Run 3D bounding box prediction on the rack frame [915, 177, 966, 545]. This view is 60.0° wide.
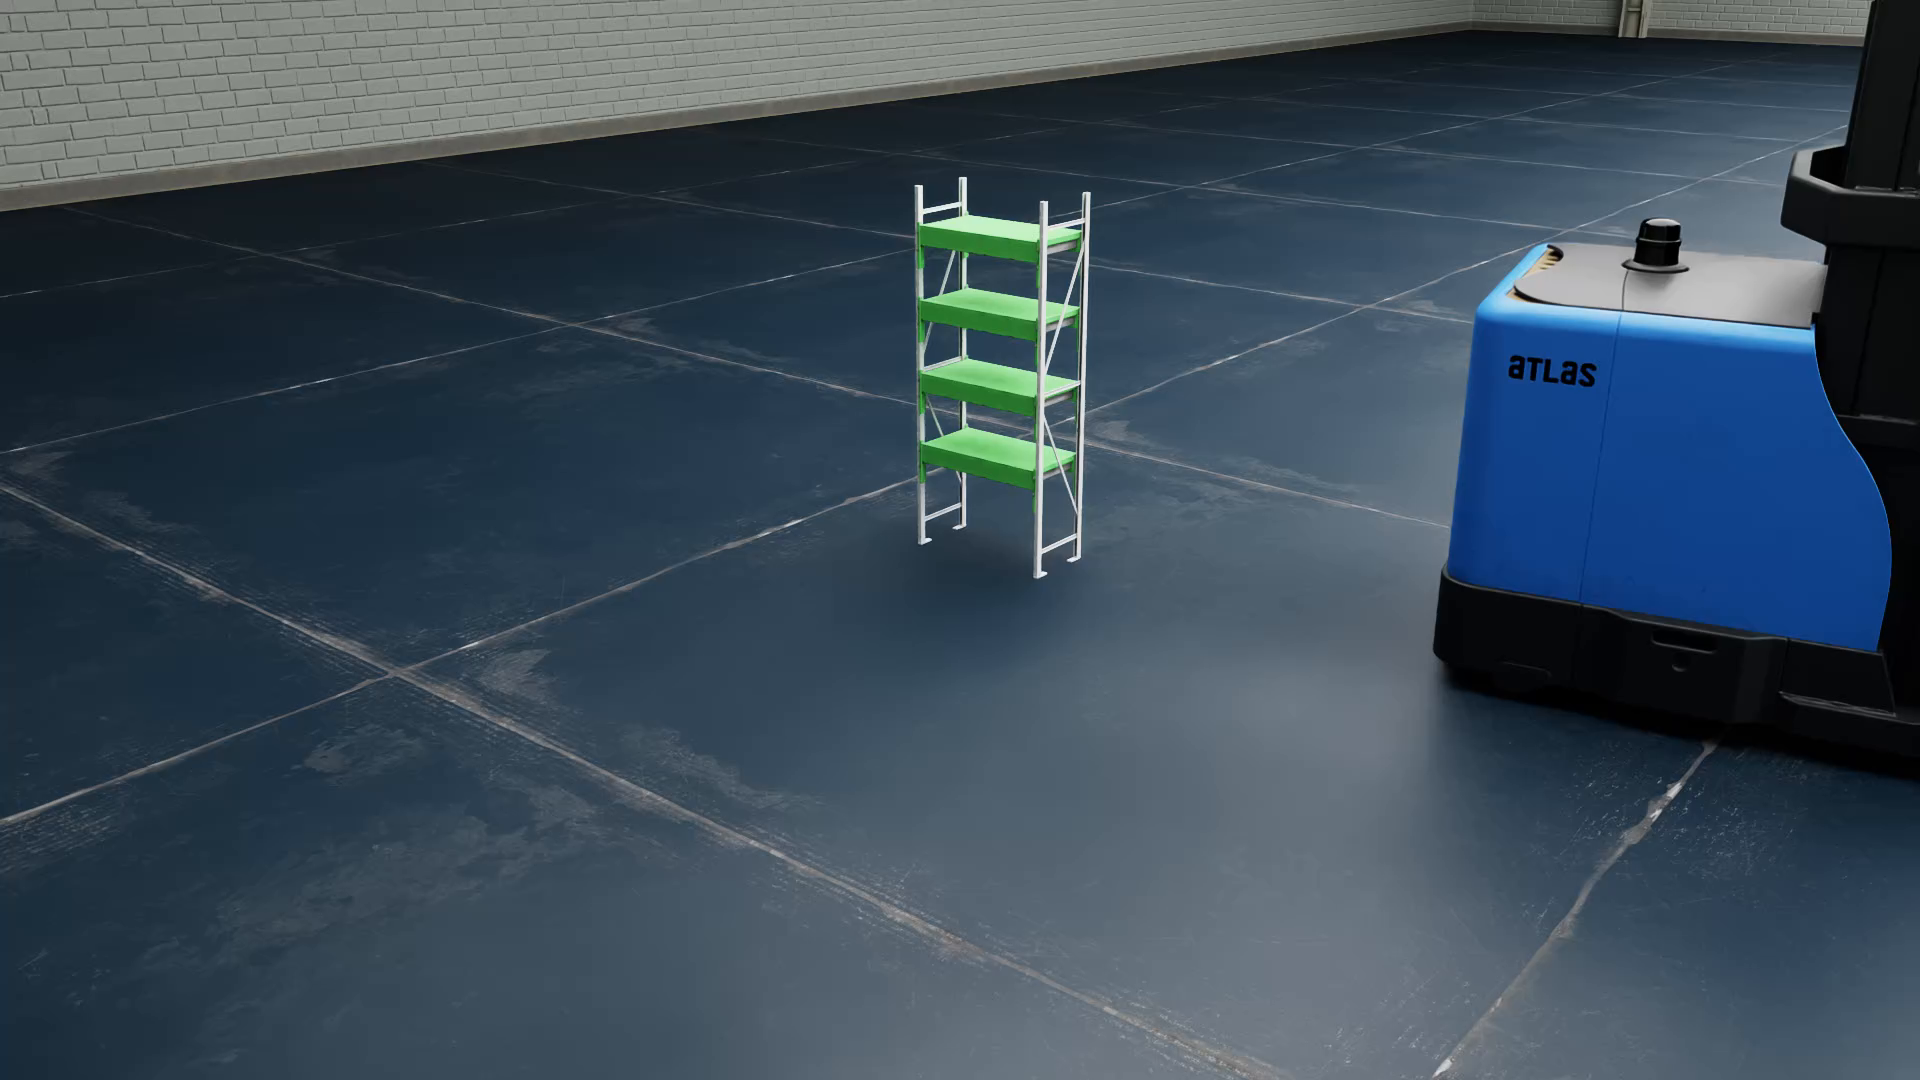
[{"bbox_3d":[-0.061,-0.579,5.503,0.015,1.200,0.240,16,26,36],"label":"rack frame"}]

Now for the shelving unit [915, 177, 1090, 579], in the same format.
[{"bbox_3d":[0.128,-0.524,5.359,0.503,1.200,0.258,16,26,36],"label":"shelving unit"}]

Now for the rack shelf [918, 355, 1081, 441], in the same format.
[{"bbox_3d":[0.128,-0.465,5.381,0.480,0.148,0.258,16,26,36],"label":"rack shelf"}]

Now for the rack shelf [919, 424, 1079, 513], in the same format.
[{"bbox_3d":[0.128,-0.240,5.466,0.480,0.148,0.258,16,26,36],"label":"rack shelf"}]

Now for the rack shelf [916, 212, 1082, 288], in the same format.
[{"bbox_3d":[0.128,-0.914,5.212,0.480,0.148,0.258,16,26,36],"label":"rack shelf"}]

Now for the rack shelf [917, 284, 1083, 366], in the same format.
[{"bbox_3d":[0.128,-0.689,5.296,0.480,0.148,0.258,16,26,36],"label":"rack shelf"}]

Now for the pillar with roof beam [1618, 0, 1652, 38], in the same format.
[{"bbox_3d":[8.864,-11.701,23.945,0.400,9.000,9.100,16,26,36],"label":"pillar with roof beam"}]

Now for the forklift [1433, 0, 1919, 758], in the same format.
[{"bbox_3d":[2.871,-0.895,3.888,3.031,2.935,1.130,10,23,25],"label":"forklift"}]

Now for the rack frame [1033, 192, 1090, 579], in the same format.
[{"bbox_3d":[0.317,-0.470,5.214,0.015,1.200,0.240,16,26,36],"label":"rack frame"}]
